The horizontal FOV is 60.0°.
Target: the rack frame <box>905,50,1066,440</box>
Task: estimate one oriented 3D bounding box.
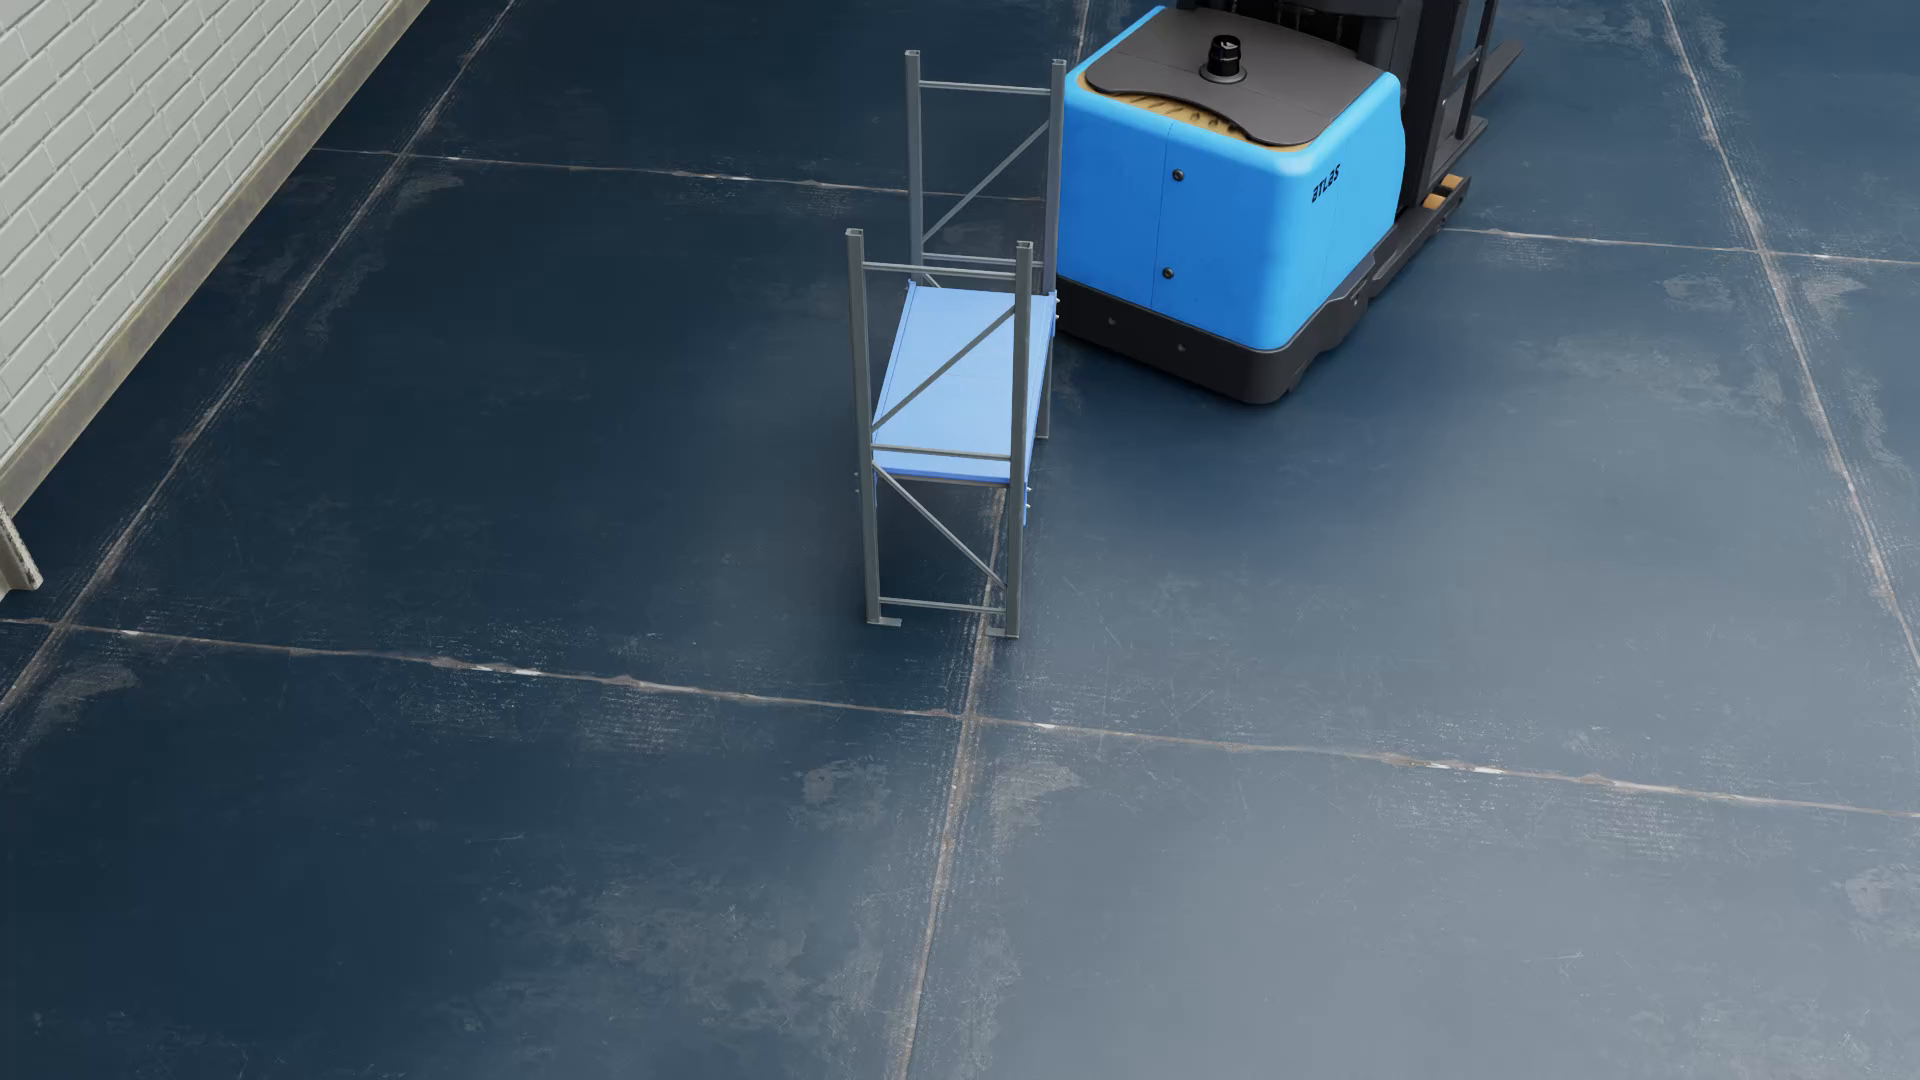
[{"bbox_3d":[0.078,-0.949,5.662,0.500,1.500,0.032,5,44,6],"label":"rack frame"}]

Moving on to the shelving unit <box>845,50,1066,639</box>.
[{"bbox_3d":[0.011,-0.603,5.296,0.538,1.500,1.048,5,44,6],"label":"shelving unit"}]

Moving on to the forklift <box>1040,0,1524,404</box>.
[{"bbox_3d":[1.560,-2.549,6.310,1.130,2.935,3.031,25,49,24],"label":"forklift"}]

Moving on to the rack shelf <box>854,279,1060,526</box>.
[{"bbox_3d":[0.011,-0.472,5.419,0.538,0.185,1.000,5,44,6],"label":"rack shelf"}]

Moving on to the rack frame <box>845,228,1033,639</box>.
[{"bbox_3d":[-0.056,-0.256,4.930,0.500,1.500,0.032,5,44,6],"label":"rack frame"}]
